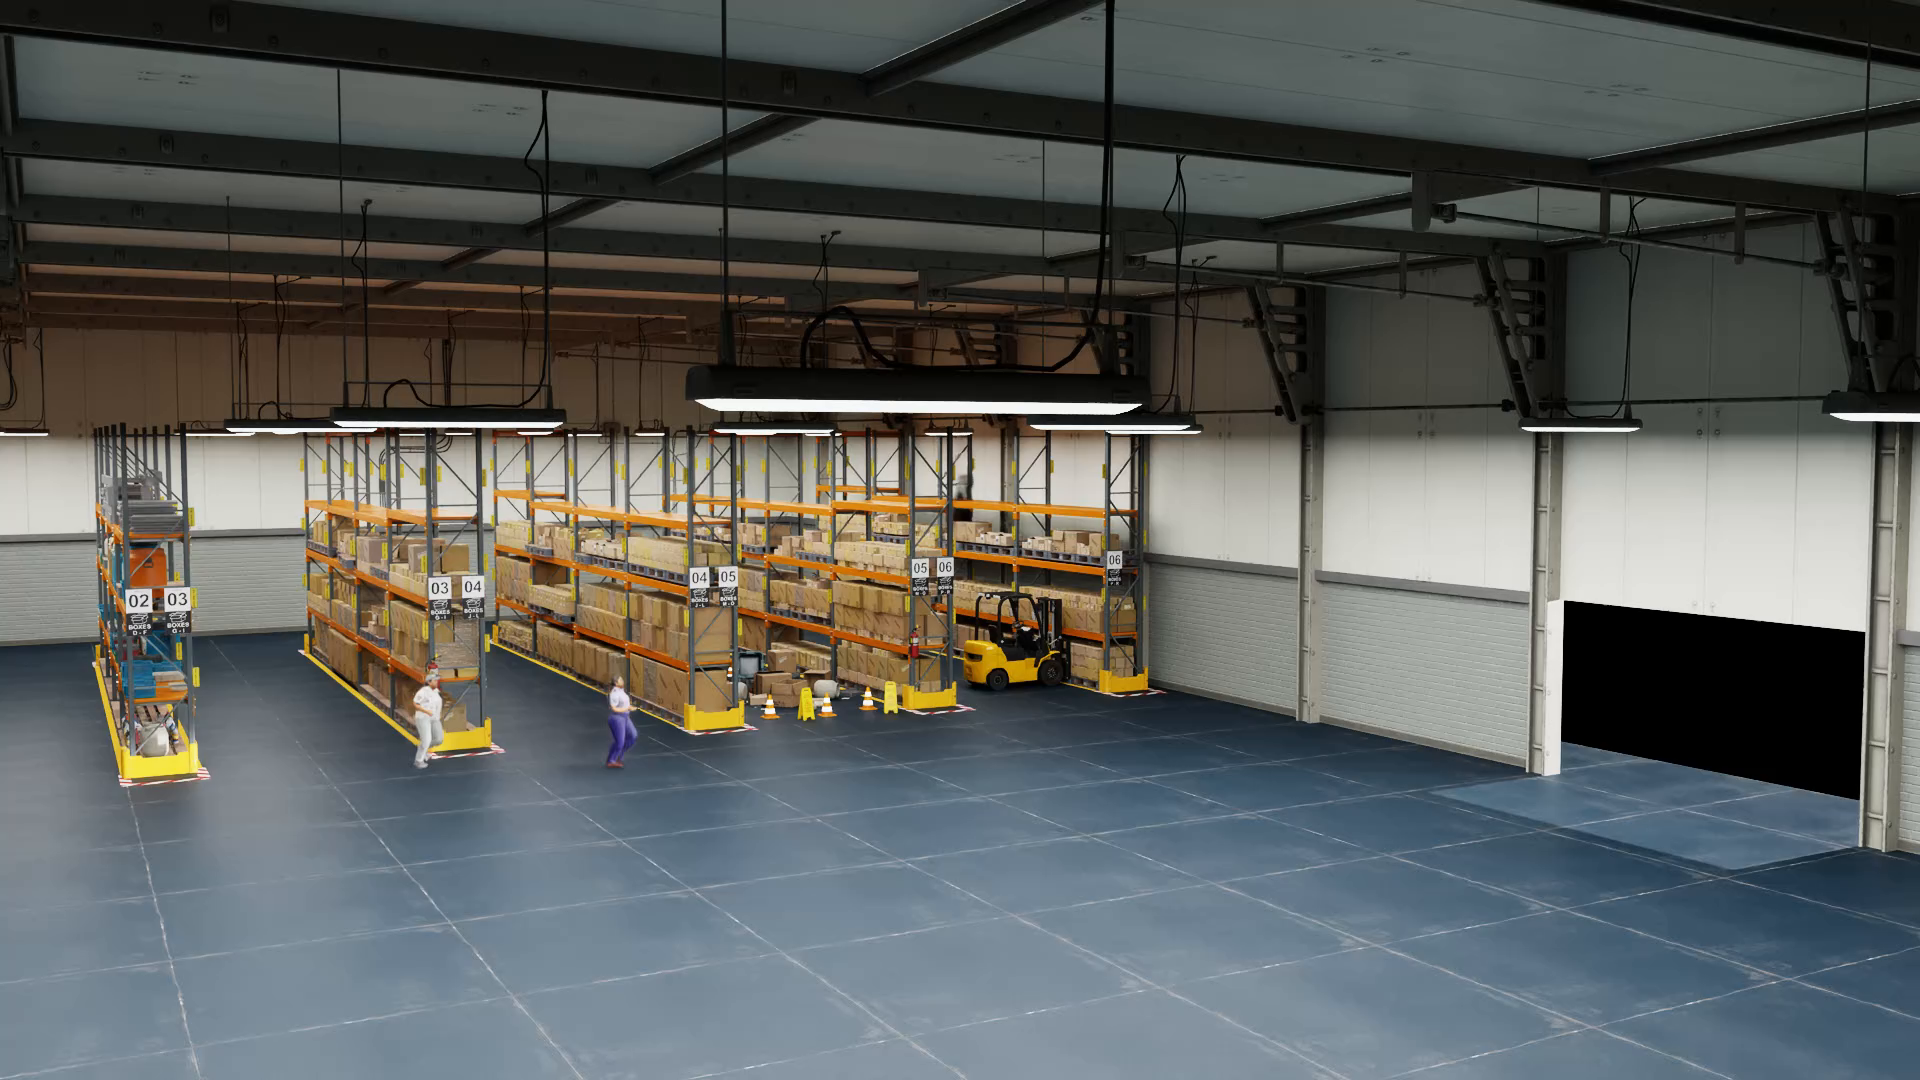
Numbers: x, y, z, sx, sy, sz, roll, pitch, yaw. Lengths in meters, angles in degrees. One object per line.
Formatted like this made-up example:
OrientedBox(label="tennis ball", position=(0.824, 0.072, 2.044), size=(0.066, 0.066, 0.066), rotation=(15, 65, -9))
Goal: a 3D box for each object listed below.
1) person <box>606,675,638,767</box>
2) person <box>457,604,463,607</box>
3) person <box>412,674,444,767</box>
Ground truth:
OrientedBox(label="person", position=(-5.883, 3.160, 28.983), size=(0.590, 1.621, 0.589), rotation=(0, 3, 6))
OrientedBox(label="person", position=(-14.020, 2.110, 45.837), size=(0.758, 1.691, 0.584), rotation=(-1, 4, -18))
OrientedBox(label="person", position=(-9.345, 3.159, 29.321), size=(0.507, 1.592, 0.609), rotation=(2, 4, 31))
